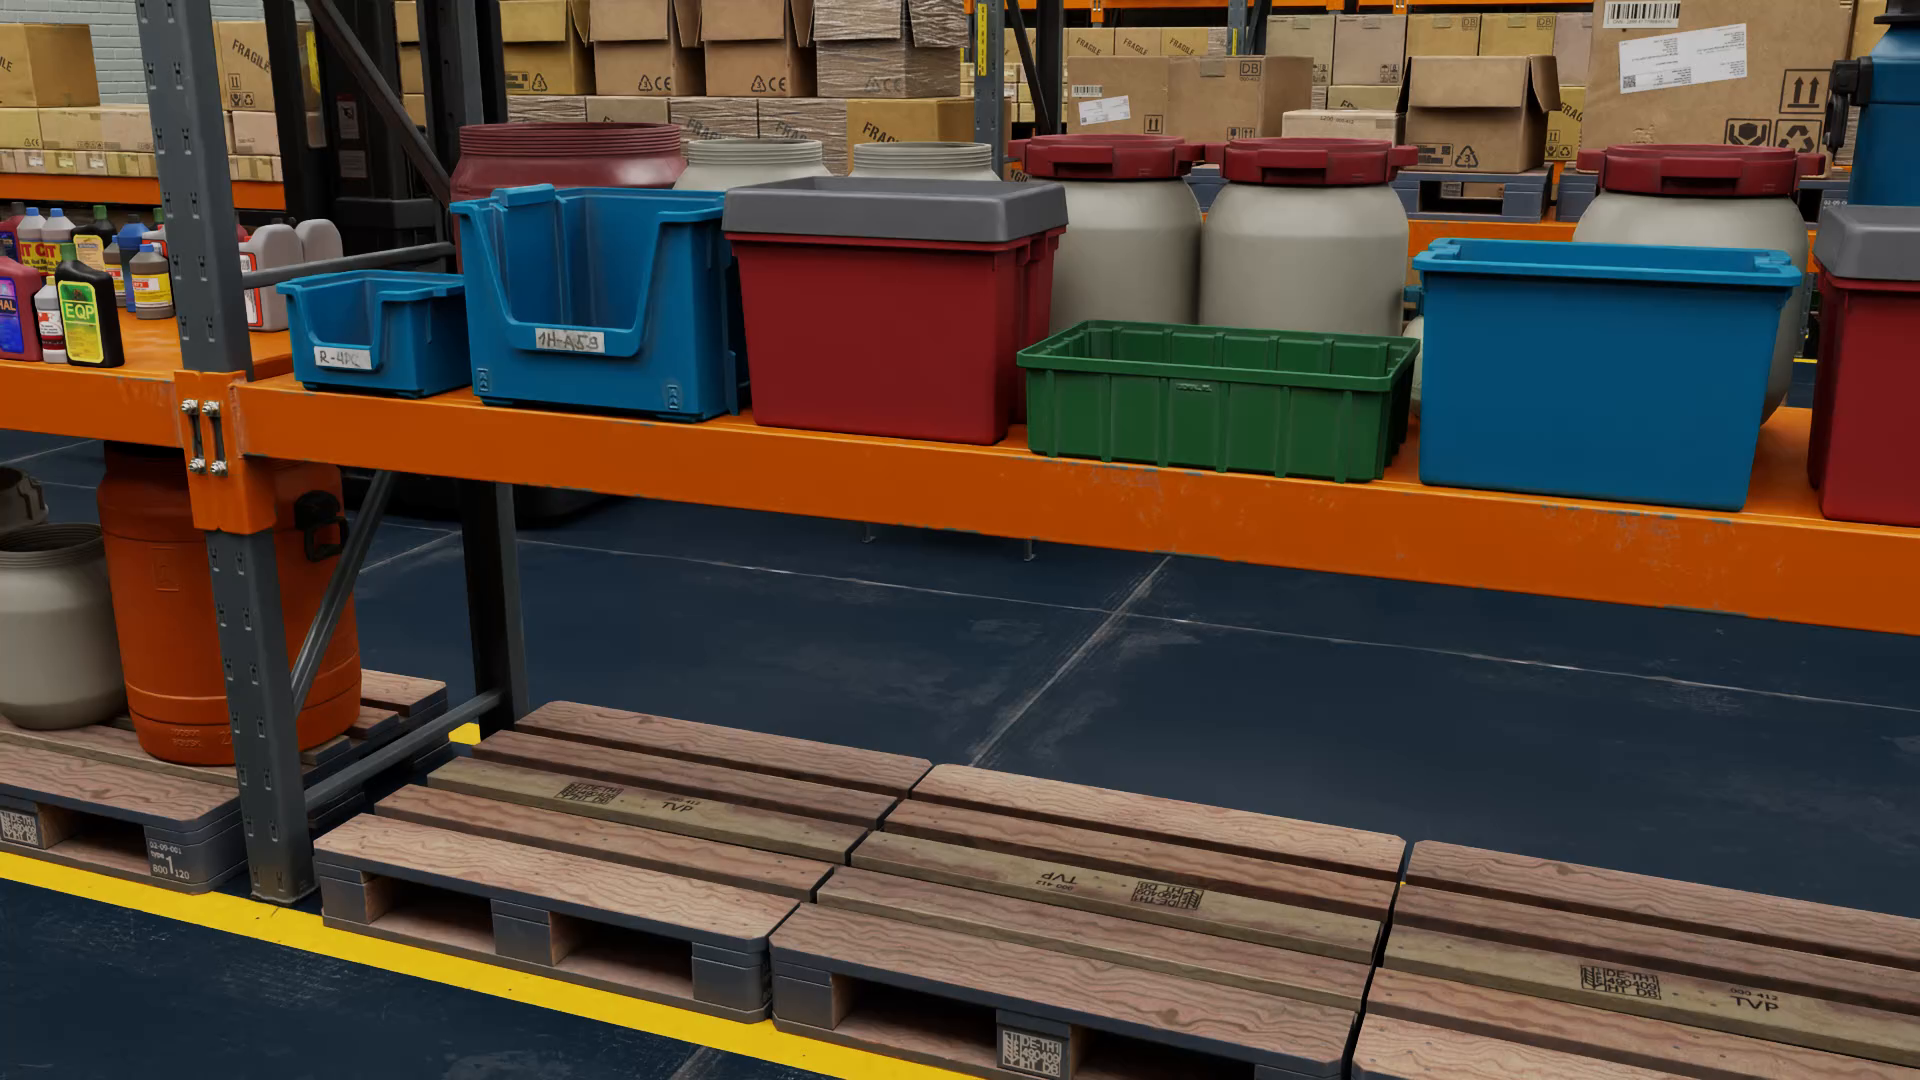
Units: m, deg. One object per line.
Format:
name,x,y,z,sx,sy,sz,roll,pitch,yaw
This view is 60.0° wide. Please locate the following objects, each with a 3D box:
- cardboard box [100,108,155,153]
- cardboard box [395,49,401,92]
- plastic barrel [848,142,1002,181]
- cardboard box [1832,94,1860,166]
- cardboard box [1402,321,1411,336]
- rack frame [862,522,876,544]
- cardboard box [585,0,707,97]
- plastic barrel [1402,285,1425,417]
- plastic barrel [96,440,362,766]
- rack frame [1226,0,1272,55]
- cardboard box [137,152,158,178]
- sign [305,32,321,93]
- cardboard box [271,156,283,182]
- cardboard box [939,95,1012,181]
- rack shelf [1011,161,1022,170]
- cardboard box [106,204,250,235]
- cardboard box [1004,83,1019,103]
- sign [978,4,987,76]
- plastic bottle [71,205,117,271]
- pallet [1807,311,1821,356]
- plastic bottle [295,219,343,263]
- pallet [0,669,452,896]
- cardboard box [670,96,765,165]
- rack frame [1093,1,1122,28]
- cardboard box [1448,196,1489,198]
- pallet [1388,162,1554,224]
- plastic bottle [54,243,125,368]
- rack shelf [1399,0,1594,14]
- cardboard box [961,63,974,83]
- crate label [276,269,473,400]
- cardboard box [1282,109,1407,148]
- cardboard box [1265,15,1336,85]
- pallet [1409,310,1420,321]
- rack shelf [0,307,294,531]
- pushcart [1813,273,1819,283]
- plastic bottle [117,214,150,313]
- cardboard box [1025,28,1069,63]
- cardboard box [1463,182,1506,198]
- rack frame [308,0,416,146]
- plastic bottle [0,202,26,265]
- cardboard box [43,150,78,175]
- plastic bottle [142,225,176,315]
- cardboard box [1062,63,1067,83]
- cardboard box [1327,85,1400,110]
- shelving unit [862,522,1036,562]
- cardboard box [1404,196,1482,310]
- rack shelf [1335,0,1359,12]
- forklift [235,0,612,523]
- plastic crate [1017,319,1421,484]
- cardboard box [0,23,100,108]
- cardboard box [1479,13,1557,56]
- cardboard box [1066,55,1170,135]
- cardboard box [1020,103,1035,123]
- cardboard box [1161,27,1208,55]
cardboard box,-4.879,-2.521,10.213,0.500,0.250,0.500,7,17,22
cardboard box,-3.766,-2.915,10.225,0.500,0.500,0.500,6,17,21
plastic barrel,-0.084,-0.636,3.783,0.421,0.512,0.421,0,16,0
cardboard box,6.289,-2.864,11.389,0.550,0.550,0.875,6,17,21
cardboard box,1.988,-0.797,8.235,0.500,0.500,0.700,8,18,25
rack frame,-0.334,-0.757,7.091,0.023,1.500,0.400,6,17,21
cardboard box,-1.599,-2.703,9.124,0.637,0.503,0.797,7,18,22
plastic barrel,1.035,-0.375,3.332,0.301,0.262,0.301,0,16,0
plastic barrel,-1.972,0.120,4.520,0.708,0.830,0.600,6,17,21
rack frame,2.220,-3.236,12.939,0.127,3.000,1.000,6,17,21
cardboard box,-4.776,-2.300,10.165,0.250,0.149,0.380,7,17,22
sign,-3.617,-2.678,9.325,0.005,0.325,0.100,6,17,21
cardboard box,-3.818,-2.194,9.803,0.250,0.149,0.380,6,17,21
cardboard box,-0.046,-2.128,8.944,0.500,0.500,0.500,7,18,22
rack shelf,0.360,-3.095,13.744,4.000,0.370,1.077,6,17,21
cardboard box,-4.836,-1.730,10.812,0.875,0.875,0.875,6,17,21
cardboard box,0.393,-3.523,13.094,0.250,0.149,0.380,7,18,22
sign,0.106,-2.371,7.885,0.005,0.325,0.100,6,17,21
plastic bottle,-2.548,-0.844,4.909,0.133,0.283,0.061,6,17,21
pallet,6.620,-1.389,11.580,1.213,0.211,1.003,6,17,21
plastic bottle,-1.795,-0.744,4.577,0.135,0.276,0.152,6,17,21
pallet,-2.259,0.594,4.748,1.213,0.211,1.003,6,17,21
cardboard box,-1.189,-2.099,8.843,0.500,0.500,0.500,6,17,19
rack frame,2.039,-6.227,23.242,0.127,3.000,1.000,6,17,21
cardboard box,5.154,-3.336,17.244,0.625,0.372,0.950,6,17,20
pallet,2.163,-1.676,7.909,1.213,0.211,1.003,6,17,21
plastic bottle,-2.044,-0.550,3.896,0.133,0.283,0.061,6,17,21
rack shelf,7.621,-6.708,20.810,4.000,0.370,1.077,6,17,21
cardboard box,0.152,-3.693,13.146,0.250,0.149,0.380,7,18,22
crate label,-1.256,-0.454,3.659,0.416,0.233,0.303,6,17,21
cardboard box,1.781,-1.858,7.710,0.500,0.250,0.500,6,17,19
cardboard box,2.634,-3.715,12.619,0.500,0.500,0.700,6,17,20
pallet,4.057,-1.671,12.551,1.213,0.211,1.003,6,17,21
rack shelf,-3.371,-0.534,4.924,4.000,0.370,1.077,6,17,21
pushcart,6.874,-2.265,14.298,0.936,0.377,1.648,0,16,1
plastic bottle,-2.345,-0.792,4.752,0.097,0.271,0.097,0,16,0
cardboard box,1.009,-5.303,18.087,0.500,0.500,0.500,6,17,20
cardboard box,6.946,-4.747,21.650,0.625,0.625,0.875,7,18,22
rack frame,-3.414,-2.369,9.953,0.127,3.000,1.000,6,17,21
plastic bottle,-2.853,-0.877,5.024,0.133,0.283,0.061,6,17,21
cardboard box,-5.495,-2.378,10.437,0.250,0.149,0.380,6,17,19
plastic bottle,-2.225,-0.791,4.740,0.135,0.276,0.152,6,17,21
cardboard box,0.870,-3.613,12.869,0.250,0.149,0.380,7,18,22
cardboard box,3.013,-3.116,12.349,0.500,0.500,0.500,6,17,20
shelving unit,0.006,-0.720,6.962,0.755,1.500,0.431,6,17,21
cardboard box,3.568,-2.183,12.594,0.750,0.750,1.050,7,17,21
rack shelf,5.803,-5.420,16.374,4.000,0.370,1.077,6,17,21
forklift,-2.954,-1.730,7.875,3.031,2.935,1.130,7,18,22
plastic crate,0.487,-0.269,3.100,0.662,0.188,0.450,6,17,21
cardboard box,-5.839,-2.987,10.474,0.500,0.500,0.500,6,17,19
cardboard box,4.059,-3.560,12.083,0.500,0.500,0.700,6,17,20
cardboard box,0.824,-2.164,8.316,0.500,0.500,0.500,4,17,14
cardboard box,0.642,-3.354,13.042,0.250,0.149,0.380,5,17,18
cardboard box,2.426,-5.146,17.546,0.500,0.500,0.500,6,17,21
